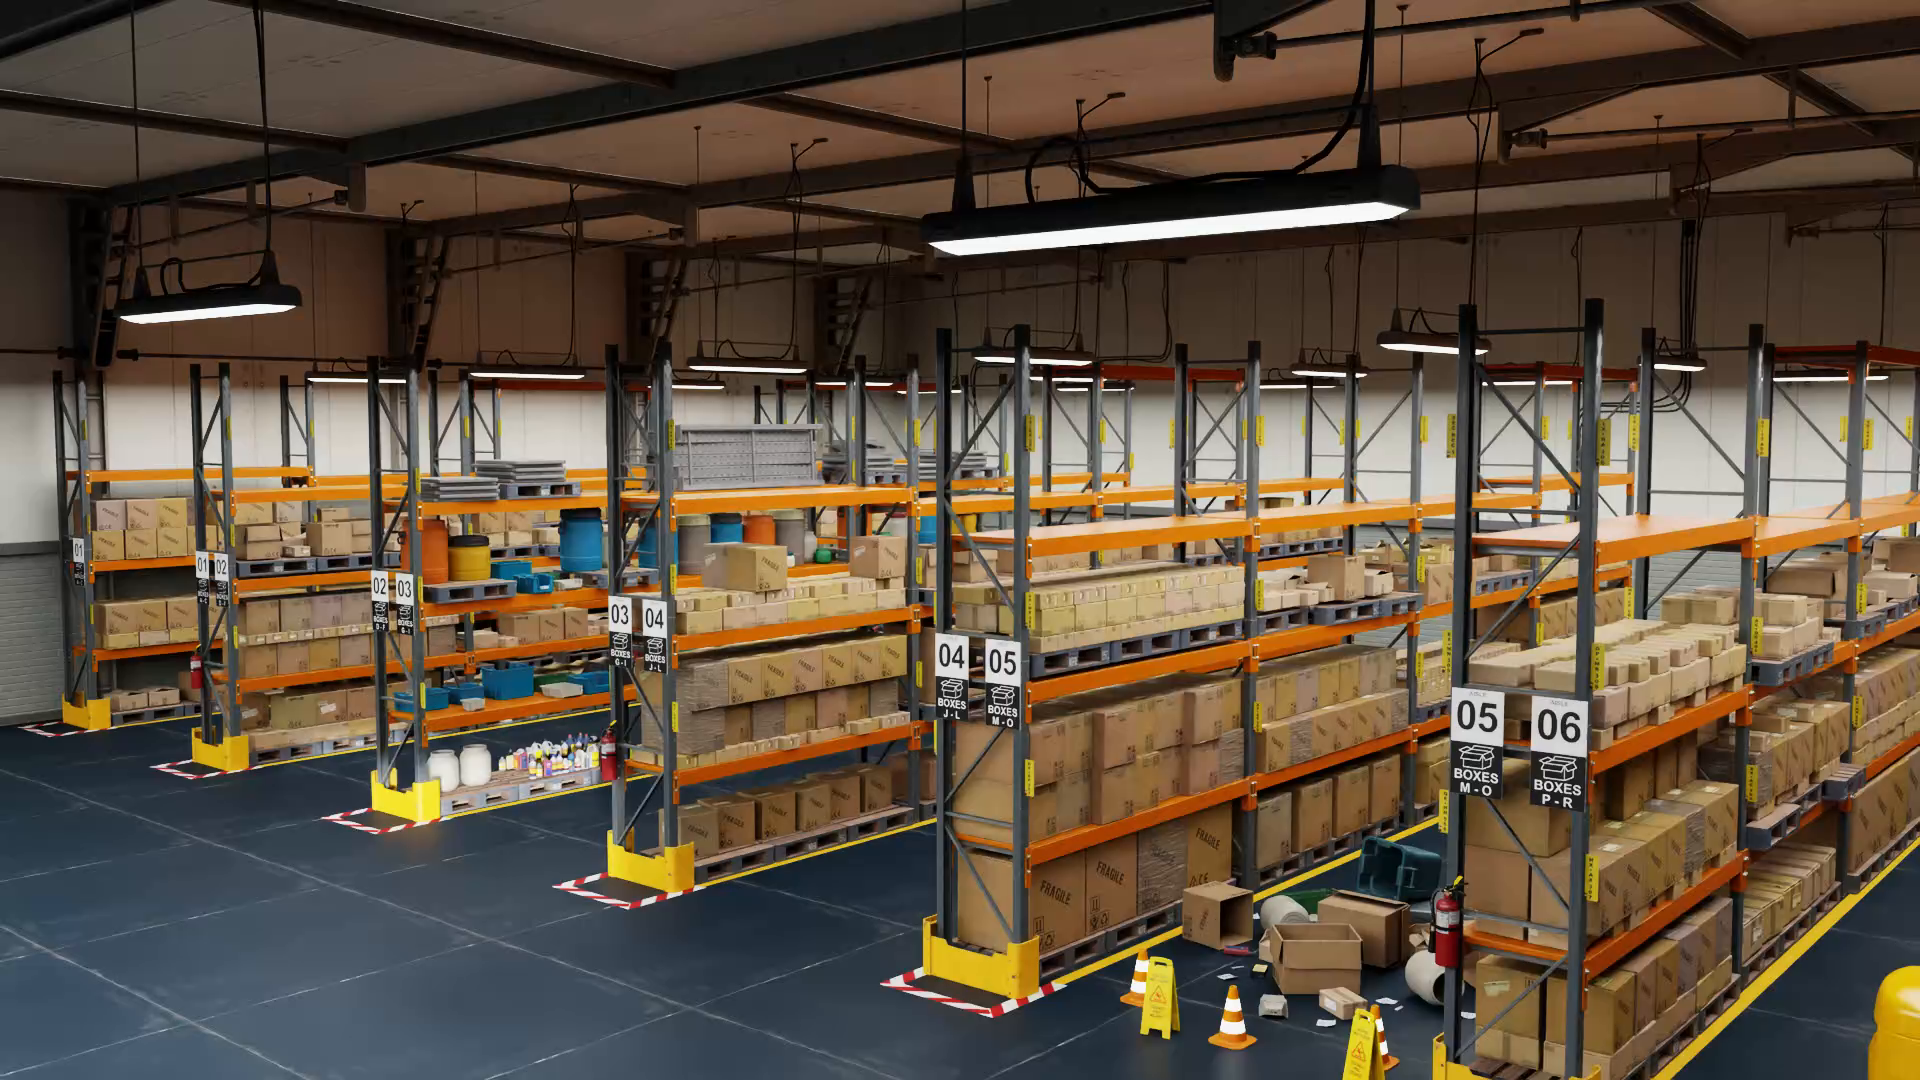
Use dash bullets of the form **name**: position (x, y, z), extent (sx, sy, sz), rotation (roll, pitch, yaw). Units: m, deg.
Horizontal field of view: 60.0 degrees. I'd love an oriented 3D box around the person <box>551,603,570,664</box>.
- **person**: position (-7.797, 1.997, 32.248), extent (0.501, 1.658, 0.492), rotation (-1, 4, -13)
